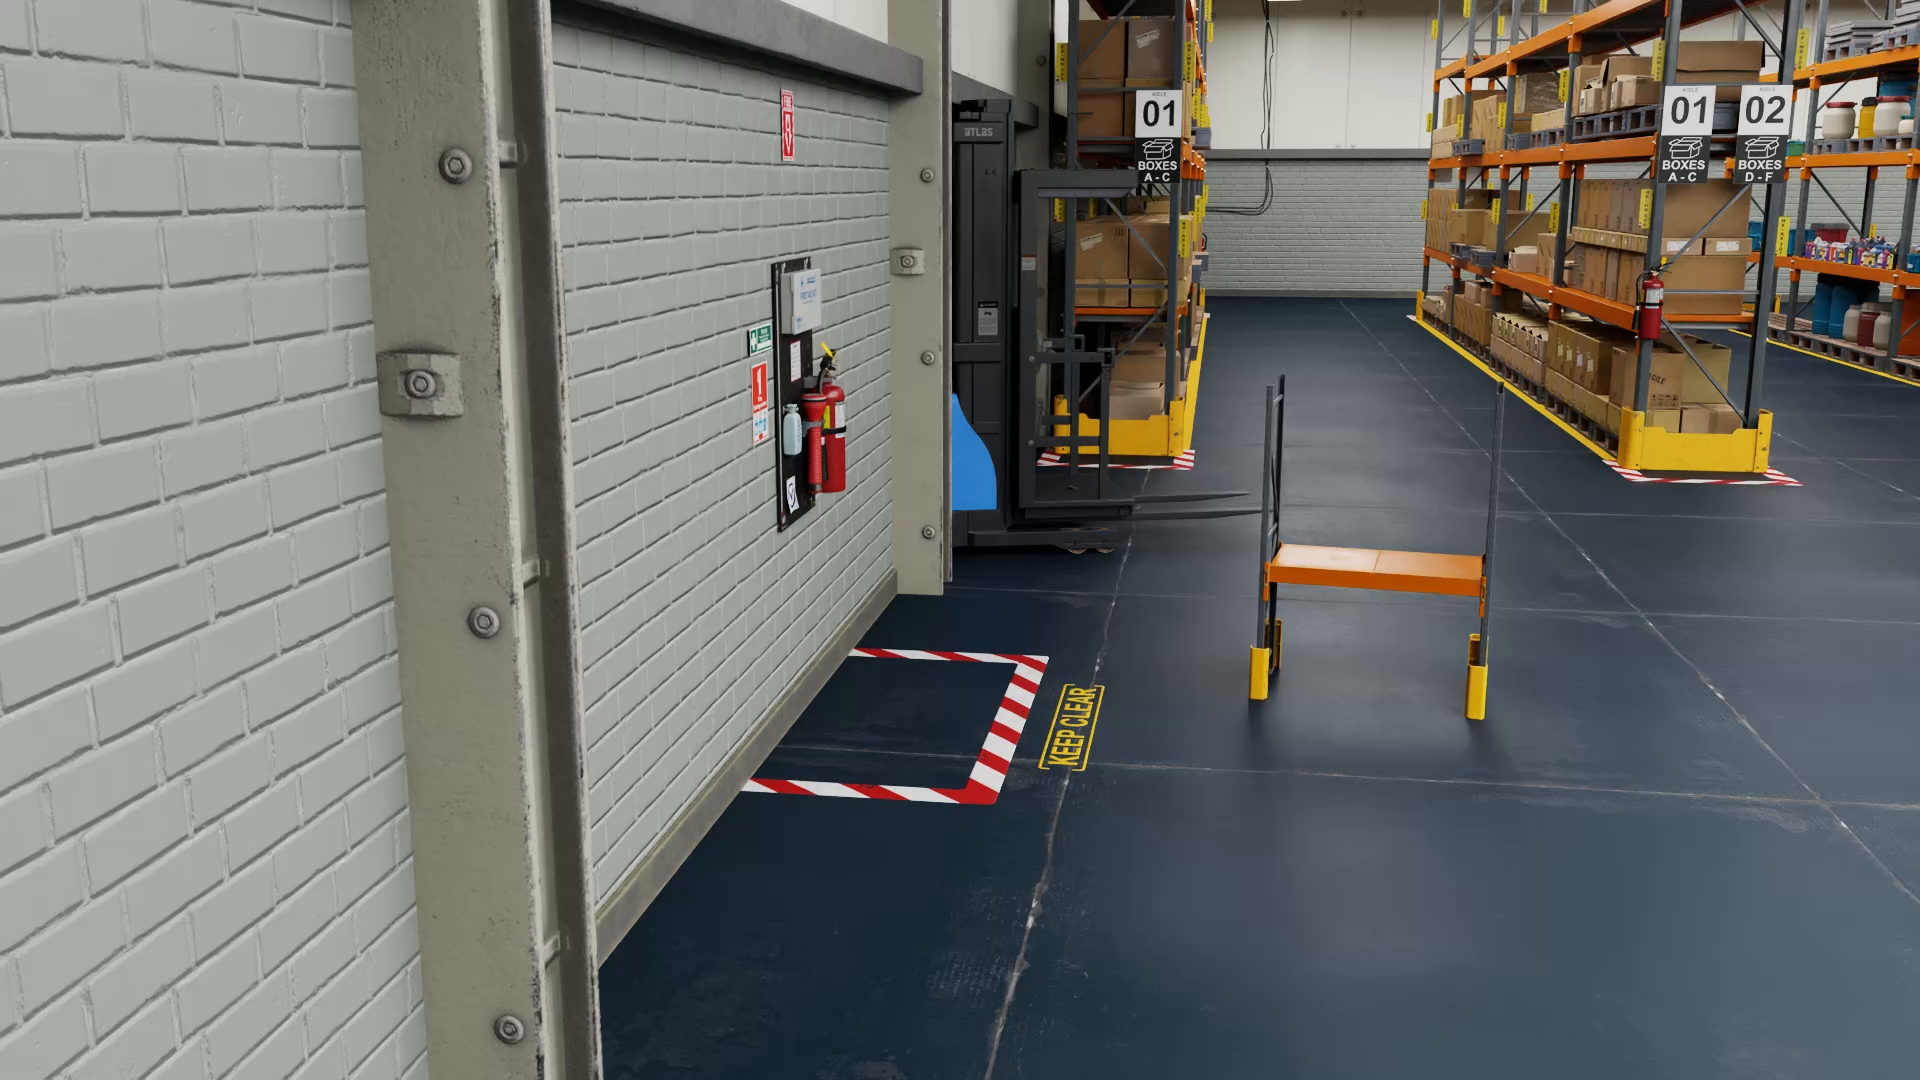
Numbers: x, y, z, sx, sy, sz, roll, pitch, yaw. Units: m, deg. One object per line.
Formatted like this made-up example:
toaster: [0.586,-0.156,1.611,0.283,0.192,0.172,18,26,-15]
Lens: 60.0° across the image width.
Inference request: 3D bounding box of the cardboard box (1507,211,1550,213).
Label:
cardboard box: [7.879,-4.336,23.260,0.700,0.500,0.500,4,13,19]

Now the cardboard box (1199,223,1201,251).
cardboard box: [3.501,-5.166,27.633,0.980,0.700,0.700,2,12,7]

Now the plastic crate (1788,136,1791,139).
plastic crate: [13.182,-6.394,27.070,0.504,0.338,0.767,2,12,9]

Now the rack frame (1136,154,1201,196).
rack frame: [3.284,-4.755,26.439,1.000,3.000,0.127,2,12,9]

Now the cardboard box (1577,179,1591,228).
cardboard box: [6.887,-3.521,17.394,0.700,0.500,0.500,2,12,9]

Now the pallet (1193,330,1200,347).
pallet: [3.055,-2.975,24.795,1.003,0.211,1.213,2,12,9]

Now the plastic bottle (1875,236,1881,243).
plastic bottle: [13.255,-4.208,24.018,0.144,0.351,0.185,2,12,9]

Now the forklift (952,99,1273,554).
forklift: [0.623,-1.450,11.263,3.031,2.935,1.130,-2,12,-7]

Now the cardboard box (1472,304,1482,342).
cardboard box: [7.556,-3.066,23.490,0.500,0.500,0.500,1,12,7]

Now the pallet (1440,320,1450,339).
pallet: [8.286,-3.375,26.655,1.003,0.211,1.213,2,12,9]

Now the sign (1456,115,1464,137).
sign: [7.642,-6.331,25.402,0.100,0.325,0.005,2,12,9]

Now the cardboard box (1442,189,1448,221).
cardboard box: [8.155,-5.459,27.092,0.500,0.500,0.500,2,12,9]

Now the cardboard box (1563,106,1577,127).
cardboard box: [7.135,-4.771,18.751,0.500,0.250,0.500,1,12,3]

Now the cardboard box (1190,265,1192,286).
cardboard box: [2.280,-2.918,18.222,0.500,0.250,0.500,2,12,9]

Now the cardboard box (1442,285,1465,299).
cardboard box: [8.463,-3.982,27.730,0.797,0.503,0.637,2,12,9]

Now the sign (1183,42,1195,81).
sign: [1.975,-4.133,14.359,0.100,0.325,0.005,2,12,9]

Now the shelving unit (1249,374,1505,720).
shelving unit: [1.984,0.002,7.925,1.083,1.500,0.587,4,13,17]

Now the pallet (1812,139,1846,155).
pallet: [13.049,-5.642,23.882,1.213,0.211,1.003,2,12,9]

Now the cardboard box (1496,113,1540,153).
cardboard box: [7.598,-5.370,21.934,0.910,0.500,0.500,2,12,9]

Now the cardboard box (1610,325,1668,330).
cardboard box: [7.005,-1.951,17.175,0.500,0.500,0.500,2,12,9]

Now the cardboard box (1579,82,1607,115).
cardboard box: [6.528,-4.418,16.637,0.500,0.311,0.500,1,12,6]

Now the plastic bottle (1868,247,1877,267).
plastic bottle: [12.230,-3.789,22.262,0.097,0.271,0.097,0,12,0]

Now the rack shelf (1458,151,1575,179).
rack shelf: [7.872,-5.294,23.526,1.077,0.370,4.000,2,12,9]

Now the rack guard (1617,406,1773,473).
rack guard: [6.330,-0.871,14.347,1.175,0.500,0.348,2,12,9]

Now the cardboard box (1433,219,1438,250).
cardboard box: [8.312,-5.181,28.179,0.500,0.500,0.500,2,12,8]

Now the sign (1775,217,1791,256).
sign: [6.881,-2.540,13.918,0.100,0.325,0.005,2,12,9]

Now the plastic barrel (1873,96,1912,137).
plastic barrel: [12.582,-5.714,22.447,0.433,0.535,0.433,0,12,0]

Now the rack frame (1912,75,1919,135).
rack frame: [12.458,-6.534,20.454,1.000,3.000,0.127,2,12,9]

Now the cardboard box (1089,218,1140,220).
cardboard box: [1.541,-2.983,16.741,0.500,0.500,0.500,2,12,9]

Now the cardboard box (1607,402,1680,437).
cardboard box: [6.124,-1.080,14.915,0.500,0.250,0.500,2,12,9]

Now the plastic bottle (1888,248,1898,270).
plastic bottle: [12.099,-3.643,21.553,0.061,0.283,0.133,2,12,9]

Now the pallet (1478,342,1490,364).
pallet: [7.717,-2.554,22.844,1.003,0.211,1.213,2,12,9]

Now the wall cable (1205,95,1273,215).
wall cable: [5.122,-8.169,35.408,3.097,2.526,0.112,2,12,9]

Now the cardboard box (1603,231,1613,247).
cardboard box: [6.482,-2.924,16.165,0.380,0.149,0.250,2,12,8]

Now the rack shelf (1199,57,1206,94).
rack shelf: [2.977,-6.725,23.993,1.077,0.370,4.000,2,12,9]

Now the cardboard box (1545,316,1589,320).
cardboard box: [7.654,-2.673,20.975,0.500,0.311,0.500,2,12,8]

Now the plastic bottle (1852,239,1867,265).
plastic bottle: [12.340,-3.945,22.798,0.144,0.351,0.185,2,12,9]

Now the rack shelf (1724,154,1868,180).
rack shelf: [13.381,-5.965,26.641,1.077,0.370,4.000,2,12,9]

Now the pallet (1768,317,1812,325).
pallet: [13.333,-3.480,27.141,1.003,0.211,1.213,2,12,9]

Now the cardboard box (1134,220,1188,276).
cardboard box: [1.895,-2.753,15.675,0.500,0.500,0.500,2,12,9]

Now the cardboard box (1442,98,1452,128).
cardboard box: [8.571,-7.224,28.161,0.700,0.500,0.500,2,12,9]

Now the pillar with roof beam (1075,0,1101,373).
pillar with roof beam: [5.868,-6.473,20.171,9.100,9.000,0.400,2,12,9]

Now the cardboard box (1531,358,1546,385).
cardboard box: [6.726,-1.887,18.660,0.500,0.250,0.500,2,12,8]

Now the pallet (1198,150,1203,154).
pallet: [2.716,-5.433,22.909,1.213,0.211,1.003,2,12,11]

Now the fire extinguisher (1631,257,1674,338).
fire extinguisher: [5.857,-2.050,14.071,0.296,0.674,0.183,2,12,9]

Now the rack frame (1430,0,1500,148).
rack frame: [8.795,-8.361,28.930,1.000,3.000,0.127,2,12,9]

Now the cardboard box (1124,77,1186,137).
cardboard box: [1.737,-3.844,14.805,0.500,0.500,0.500,2,12,10]

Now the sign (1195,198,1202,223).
sign: [3.207,-4.434,22.389,0.100,0.325,0.005,2,12,9]

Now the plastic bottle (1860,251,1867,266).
plastic bottle: [12.275,-3.816,22.552,0.097,0.201,0.097,0,12,0]

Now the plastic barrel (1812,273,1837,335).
plastic barrel: [12.973,-3.501,24.604,0.600,0.901,0.708,2,12,9]

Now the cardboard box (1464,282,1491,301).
cardboard box: [7.711,-3.654,24.440,0.500,0.250,0.500,2,12,9]

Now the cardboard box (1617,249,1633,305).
cardboard box: [6.576,-2.456,15.532,0.700,0.500,0.500,2,12,9]

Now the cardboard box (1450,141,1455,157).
cardboard box: [8.079,-6.202,26.389,0.500,0.250,0.500,2,12,9]

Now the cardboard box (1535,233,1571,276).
cardboard box: [7.322,-3.462,20.201,0.500,0.500,0.500,1,12,6]

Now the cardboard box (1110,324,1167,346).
cardboard box: [2.180,-2.346,20.149,0.700,0.500,0.500,2,12,8]
